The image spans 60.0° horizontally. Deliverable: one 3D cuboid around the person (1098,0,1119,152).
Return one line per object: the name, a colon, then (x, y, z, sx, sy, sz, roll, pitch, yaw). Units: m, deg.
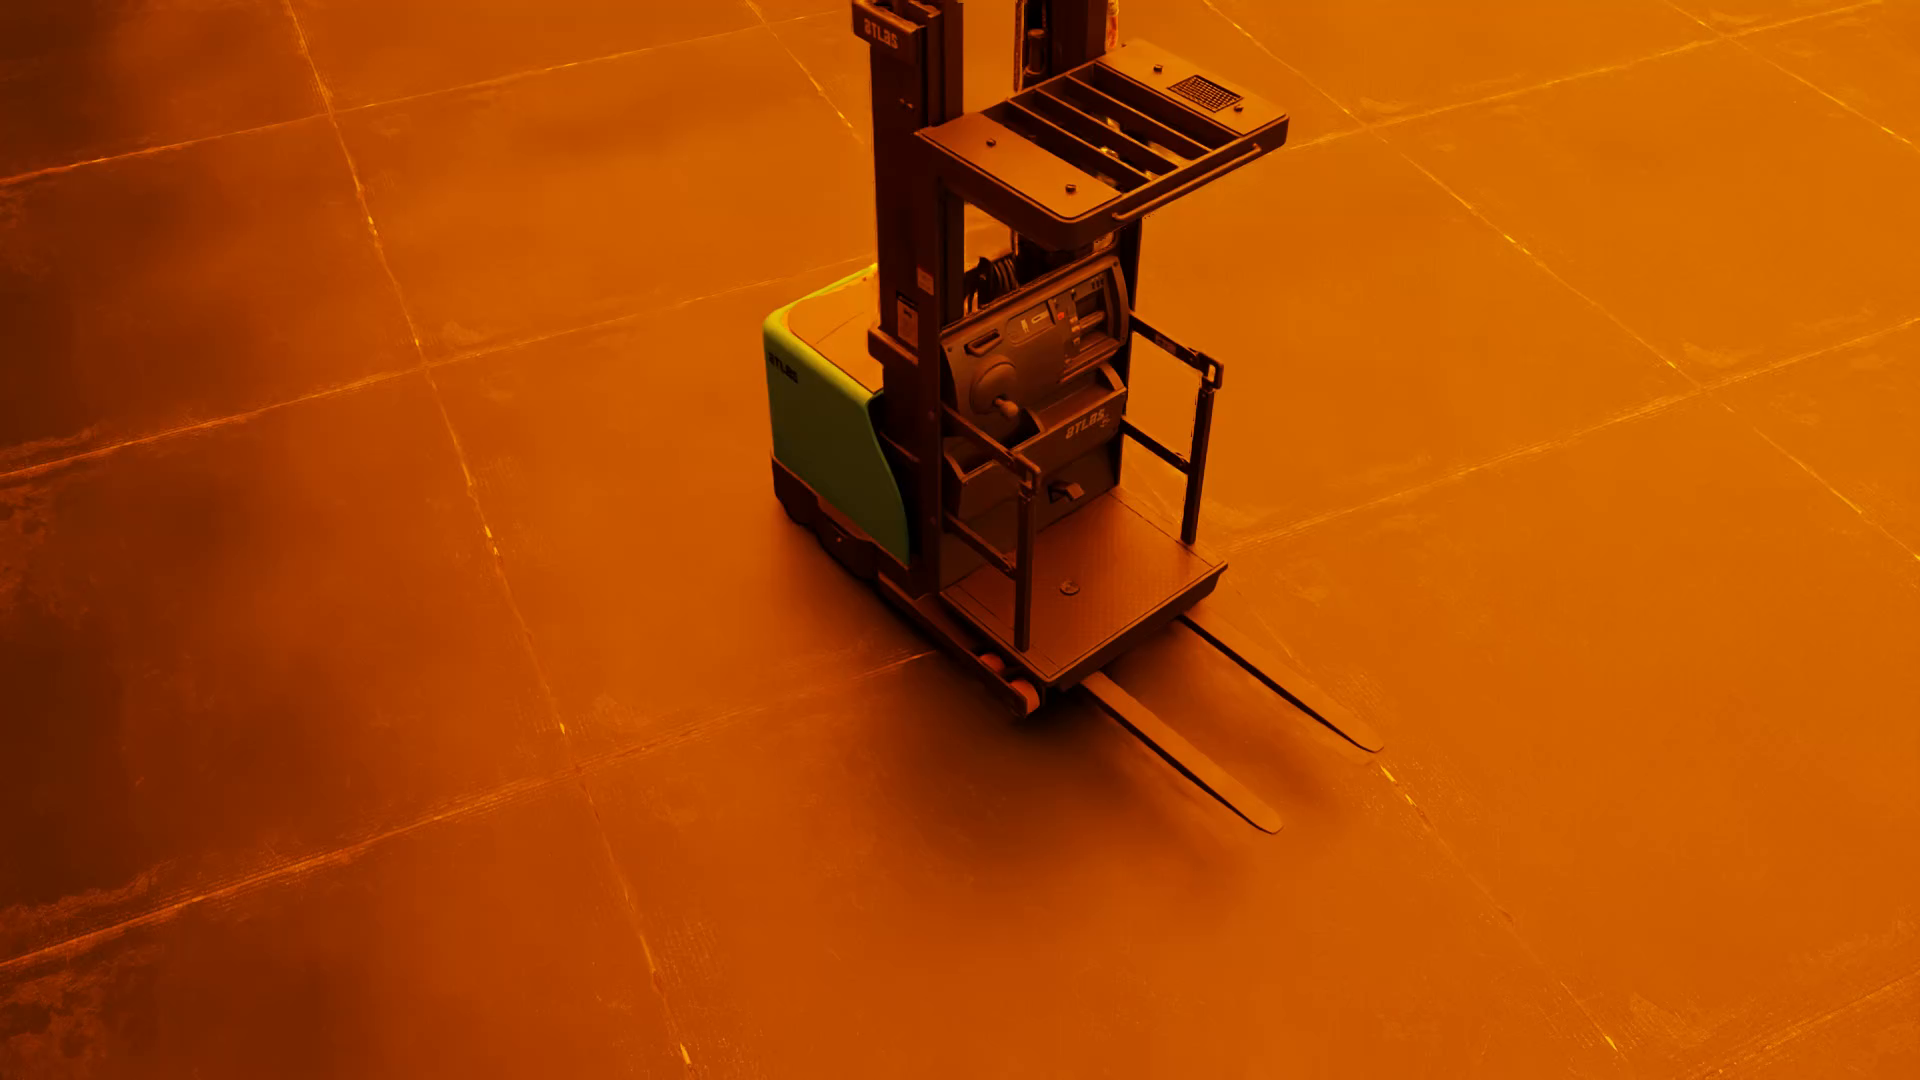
person: (0.695, -3.000, 9.861, 0.519, 1.599, 0.473, 1, 43, 1)

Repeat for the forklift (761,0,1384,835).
forklift: (0.451, -0.721, 6.453, 1.130, 2.935, 3.031, -31, 51, -29)
